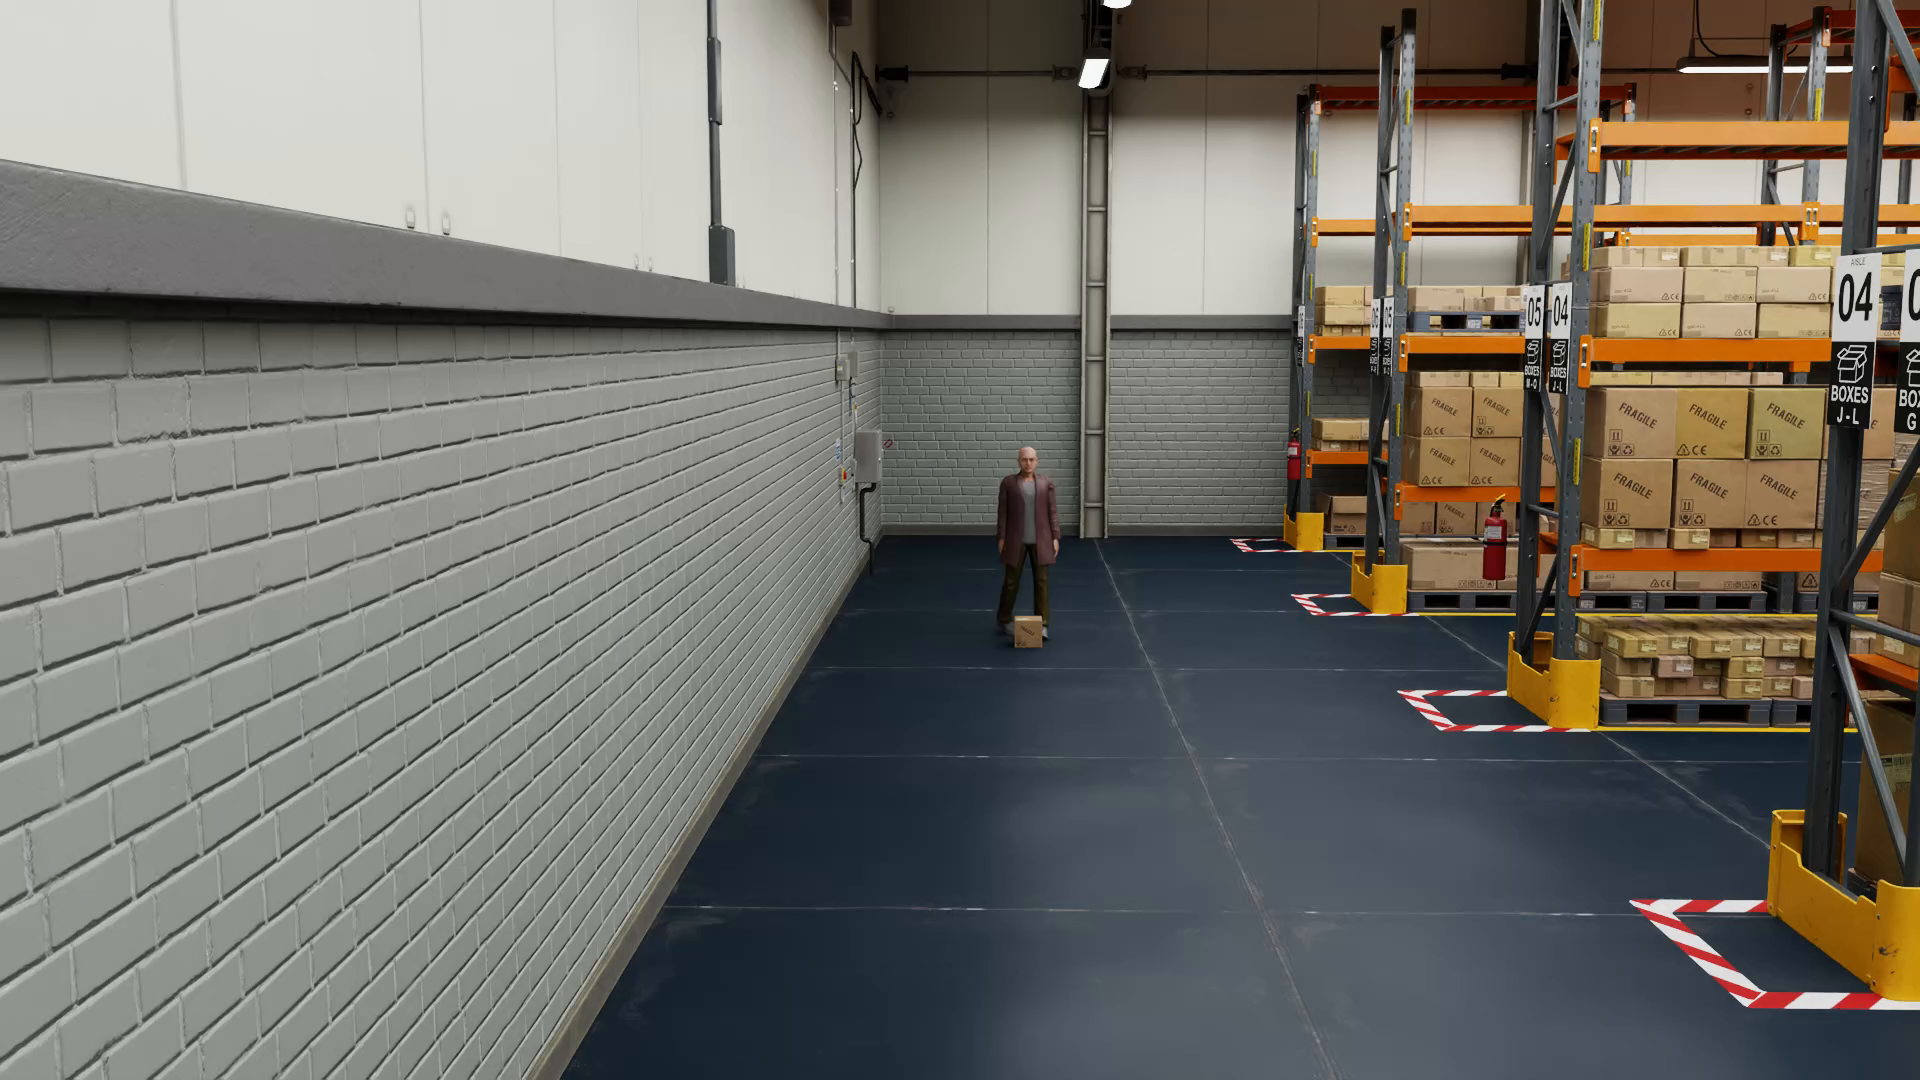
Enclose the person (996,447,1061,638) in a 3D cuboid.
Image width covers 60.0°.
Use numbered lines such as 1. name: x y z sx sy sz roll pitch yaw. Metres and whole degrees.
1. person: 0.652 0.021 15.635 0.619 1.788 0.617 0 7 -3
